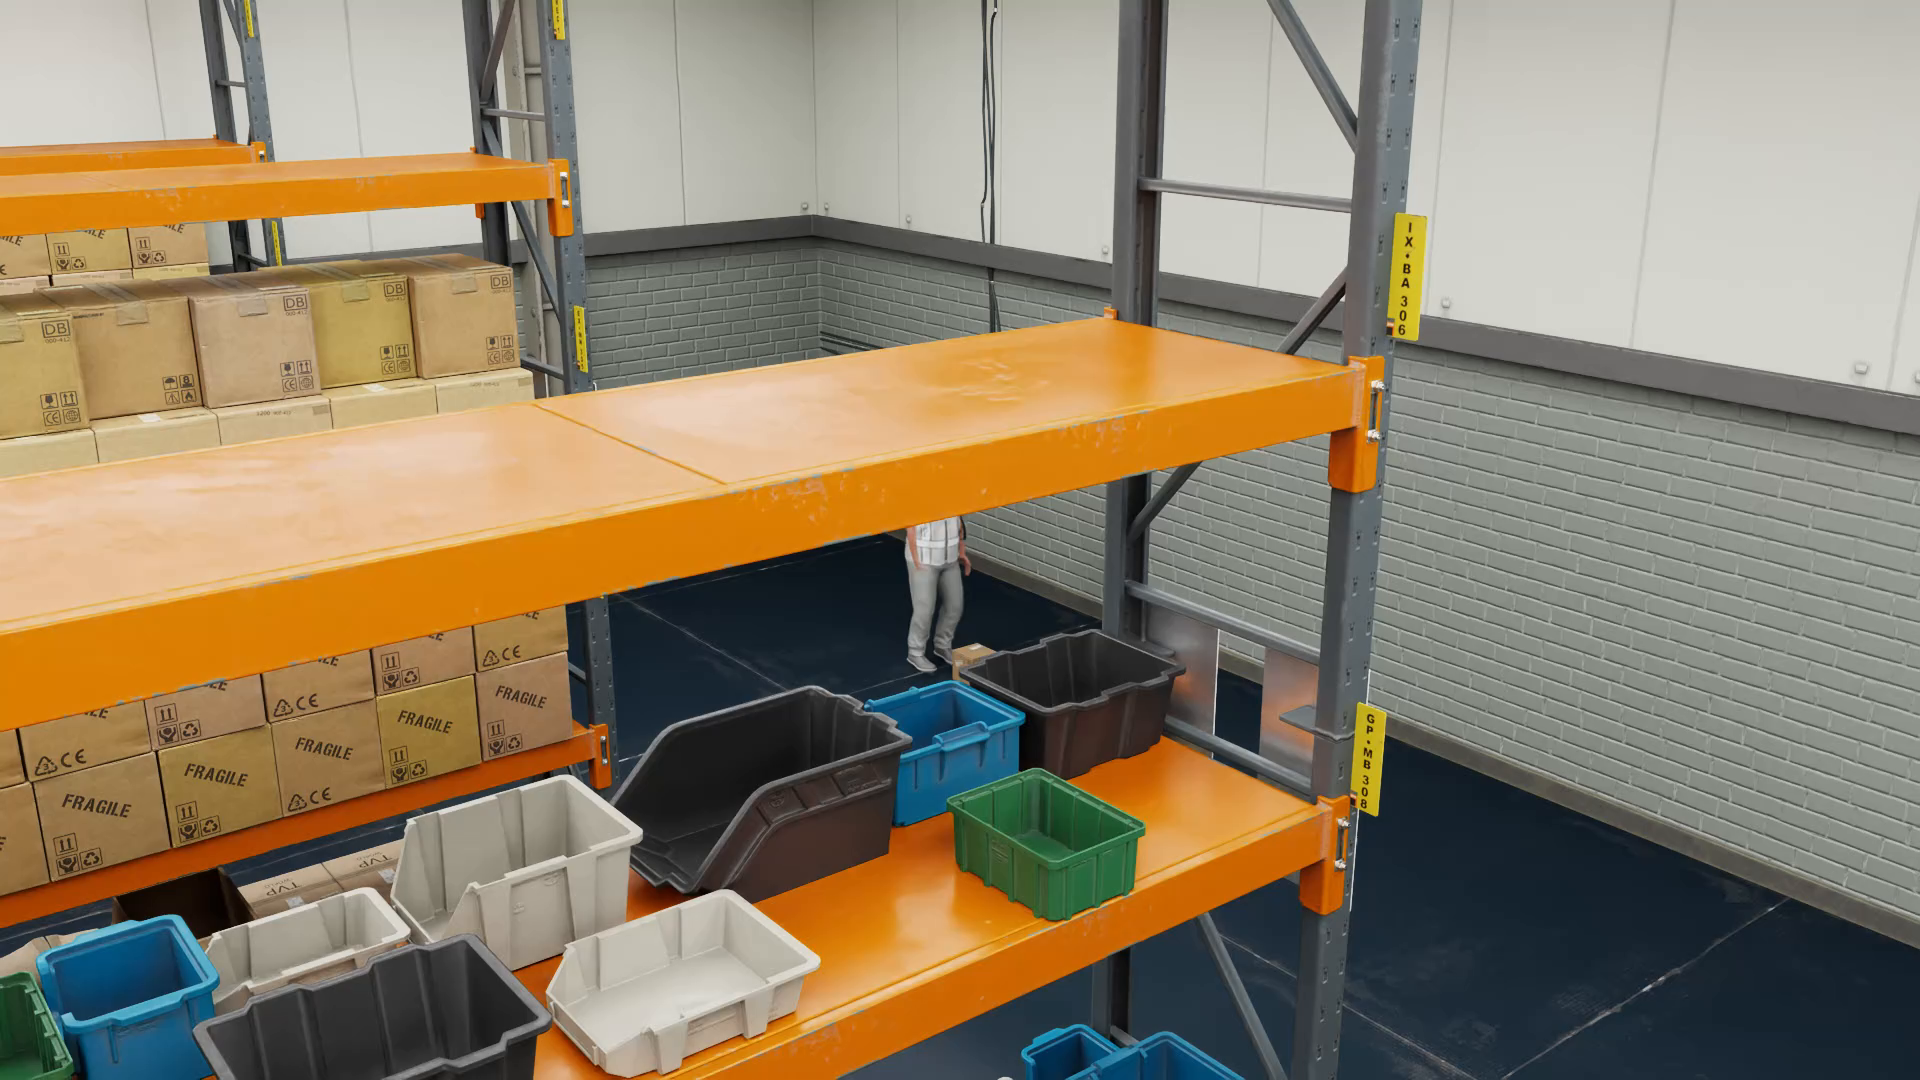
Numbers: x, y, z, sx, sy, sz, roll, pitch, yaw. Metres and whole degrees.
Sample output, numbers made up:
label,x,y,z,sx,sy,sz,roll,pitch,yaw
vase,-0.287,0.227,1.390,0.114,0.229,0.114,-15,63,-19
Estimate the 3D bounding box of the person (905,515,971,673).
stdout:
label,x,y,z,sx,sy,sz,roll,pitch,yaw
person,-0.186,0.165,13.209,0.544,1.726,0.424,-13,22,-35
